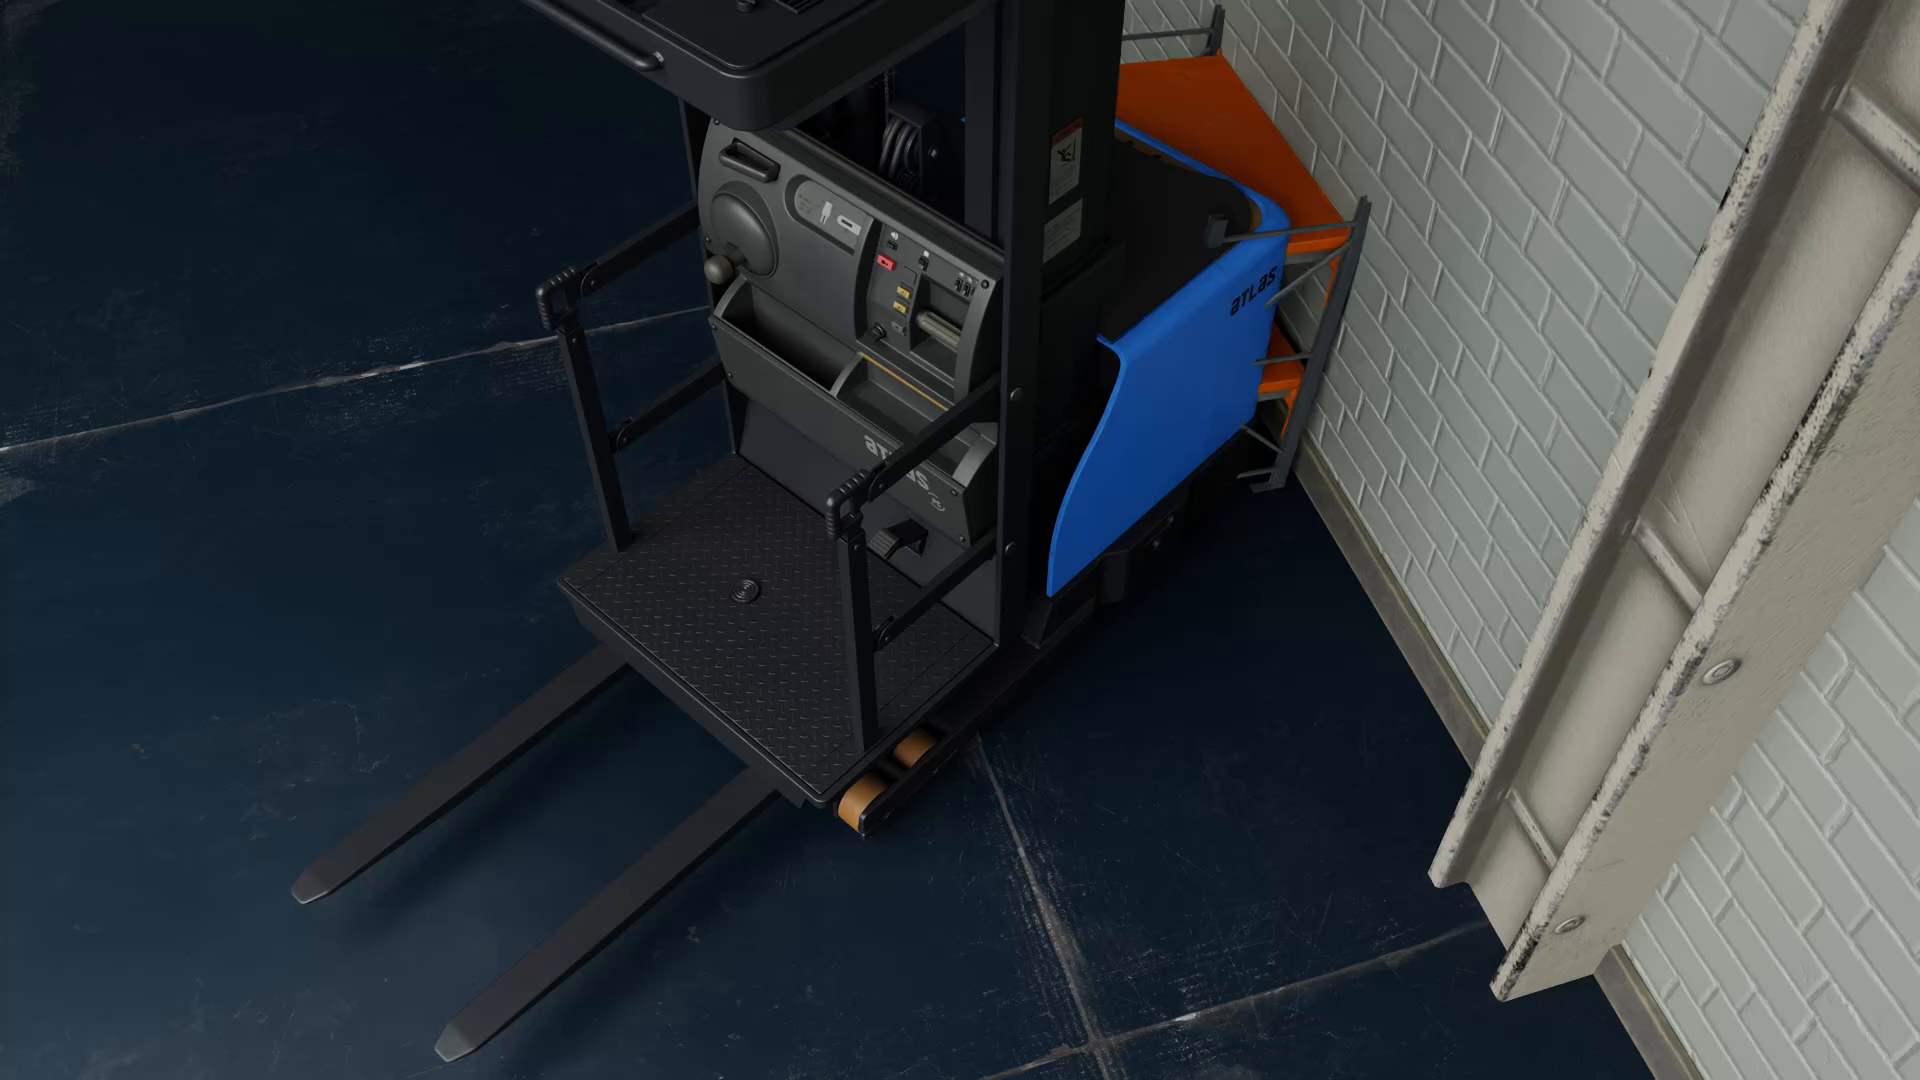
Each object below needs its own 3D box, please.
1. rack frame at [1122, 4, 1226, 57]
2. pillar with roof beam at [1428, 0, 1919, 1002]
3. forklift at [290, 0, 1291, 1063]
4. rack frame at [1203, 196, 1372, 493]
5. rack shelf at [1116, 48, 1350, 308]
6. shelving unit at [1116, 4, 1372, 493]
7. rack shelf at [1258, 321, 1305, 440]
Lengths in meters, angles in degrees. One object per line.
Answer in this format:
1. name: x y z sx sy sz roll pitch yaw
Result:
1. rack frame: 0.556 -1.253 5.561 0.500 1.125 0.032 -10 49 -15
2. pillar with roof beam: -2.645 -0.924 0.143 9.100 9.000 0.400 -13 51 -11
3. forklift: -0.427 -0.591 3.831 1.130 2.935 3.031 35 58 26
4. rack frame: 0.860 -0.521 4.924 0.500 1.125 0.032 -10 49 -15
5. rack shelf: 0.734 -1.084 5.028 0.538 0.278 1.000 -10 49 -15
6. shelving unit: 0.708 -0.887 5.242 0.538 1.125 1.048 -10 49 -15
7. rack shelf: 0.686 -0.722 5.421 0.538 0.278 1.000 -10 49 -15
